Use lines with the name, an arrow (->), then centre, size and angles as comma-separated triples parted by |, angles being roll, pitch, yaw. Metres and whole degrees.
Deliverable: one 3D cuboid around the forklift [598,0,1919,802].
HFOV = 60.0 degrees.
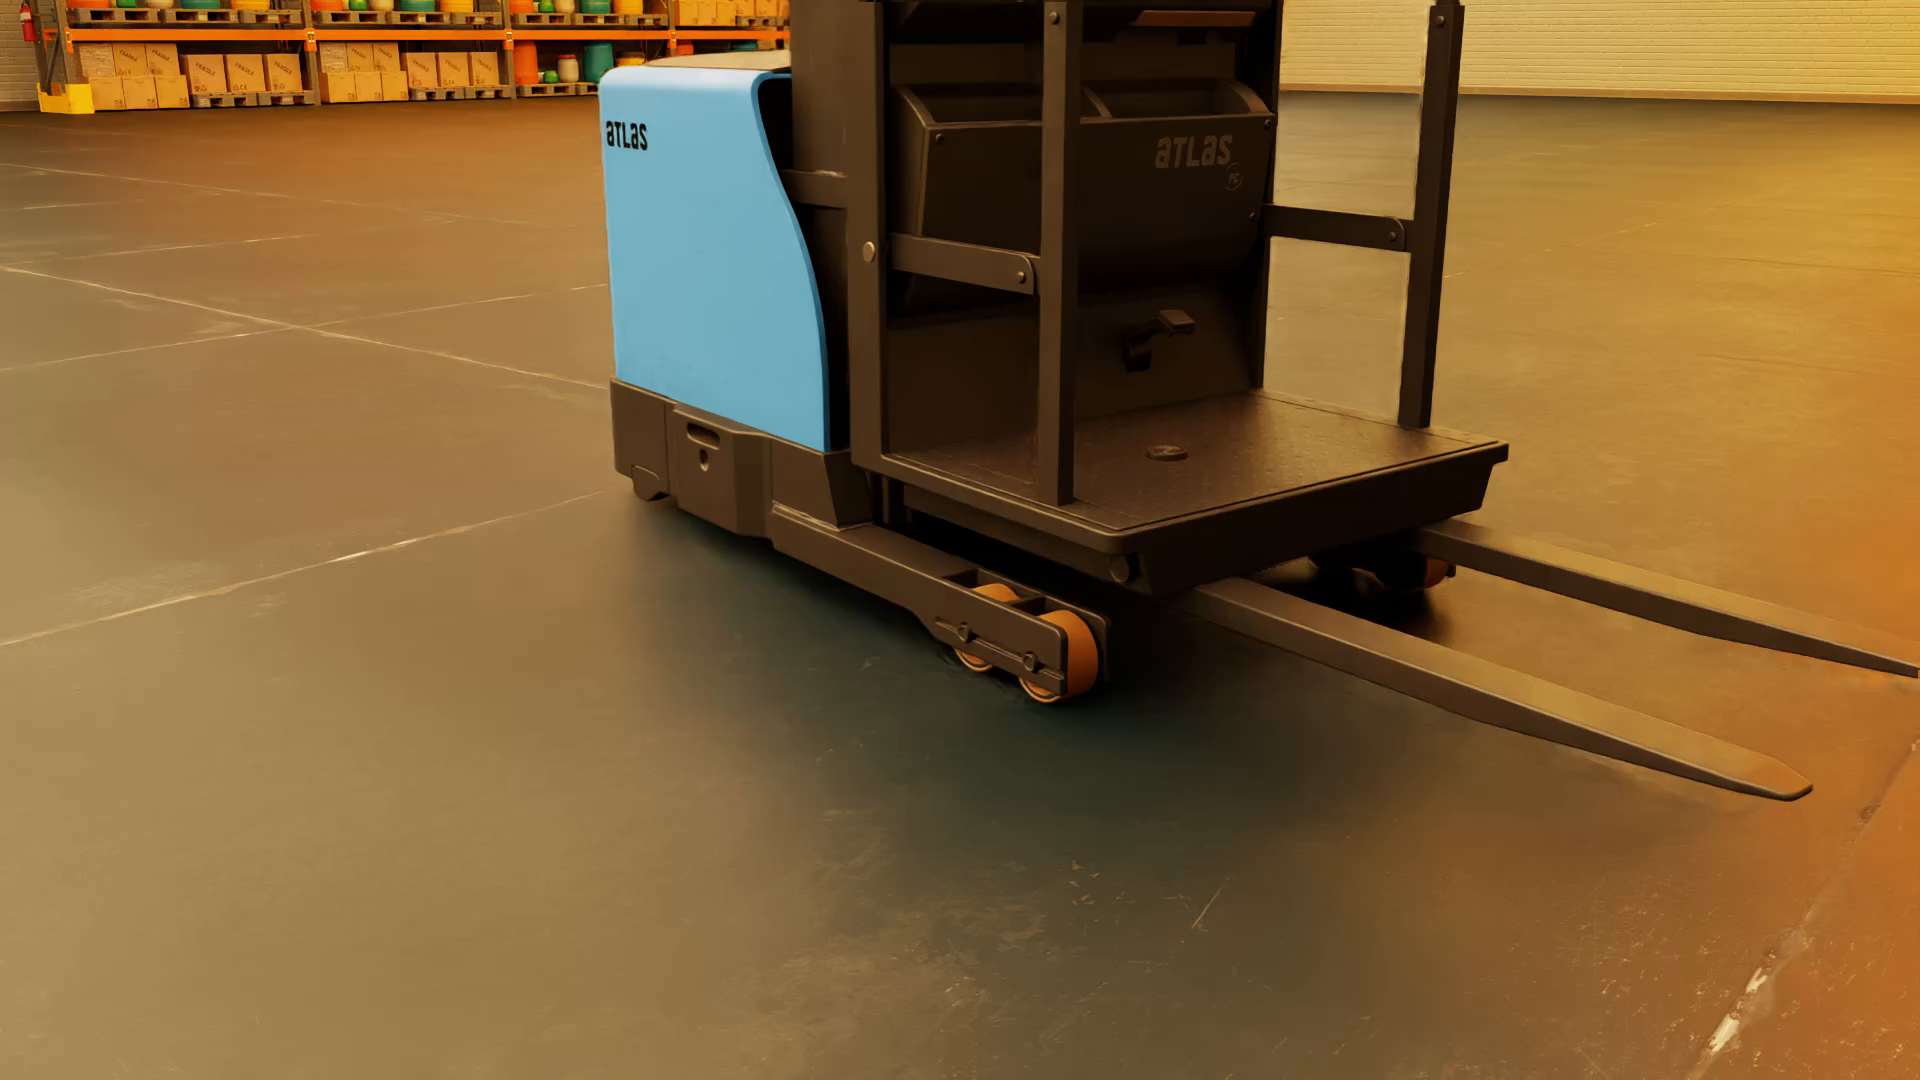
forklift -> 0.398, -1.271, 3.085 | 1.130, 2.935, 3.031 | -12, 21, -35
